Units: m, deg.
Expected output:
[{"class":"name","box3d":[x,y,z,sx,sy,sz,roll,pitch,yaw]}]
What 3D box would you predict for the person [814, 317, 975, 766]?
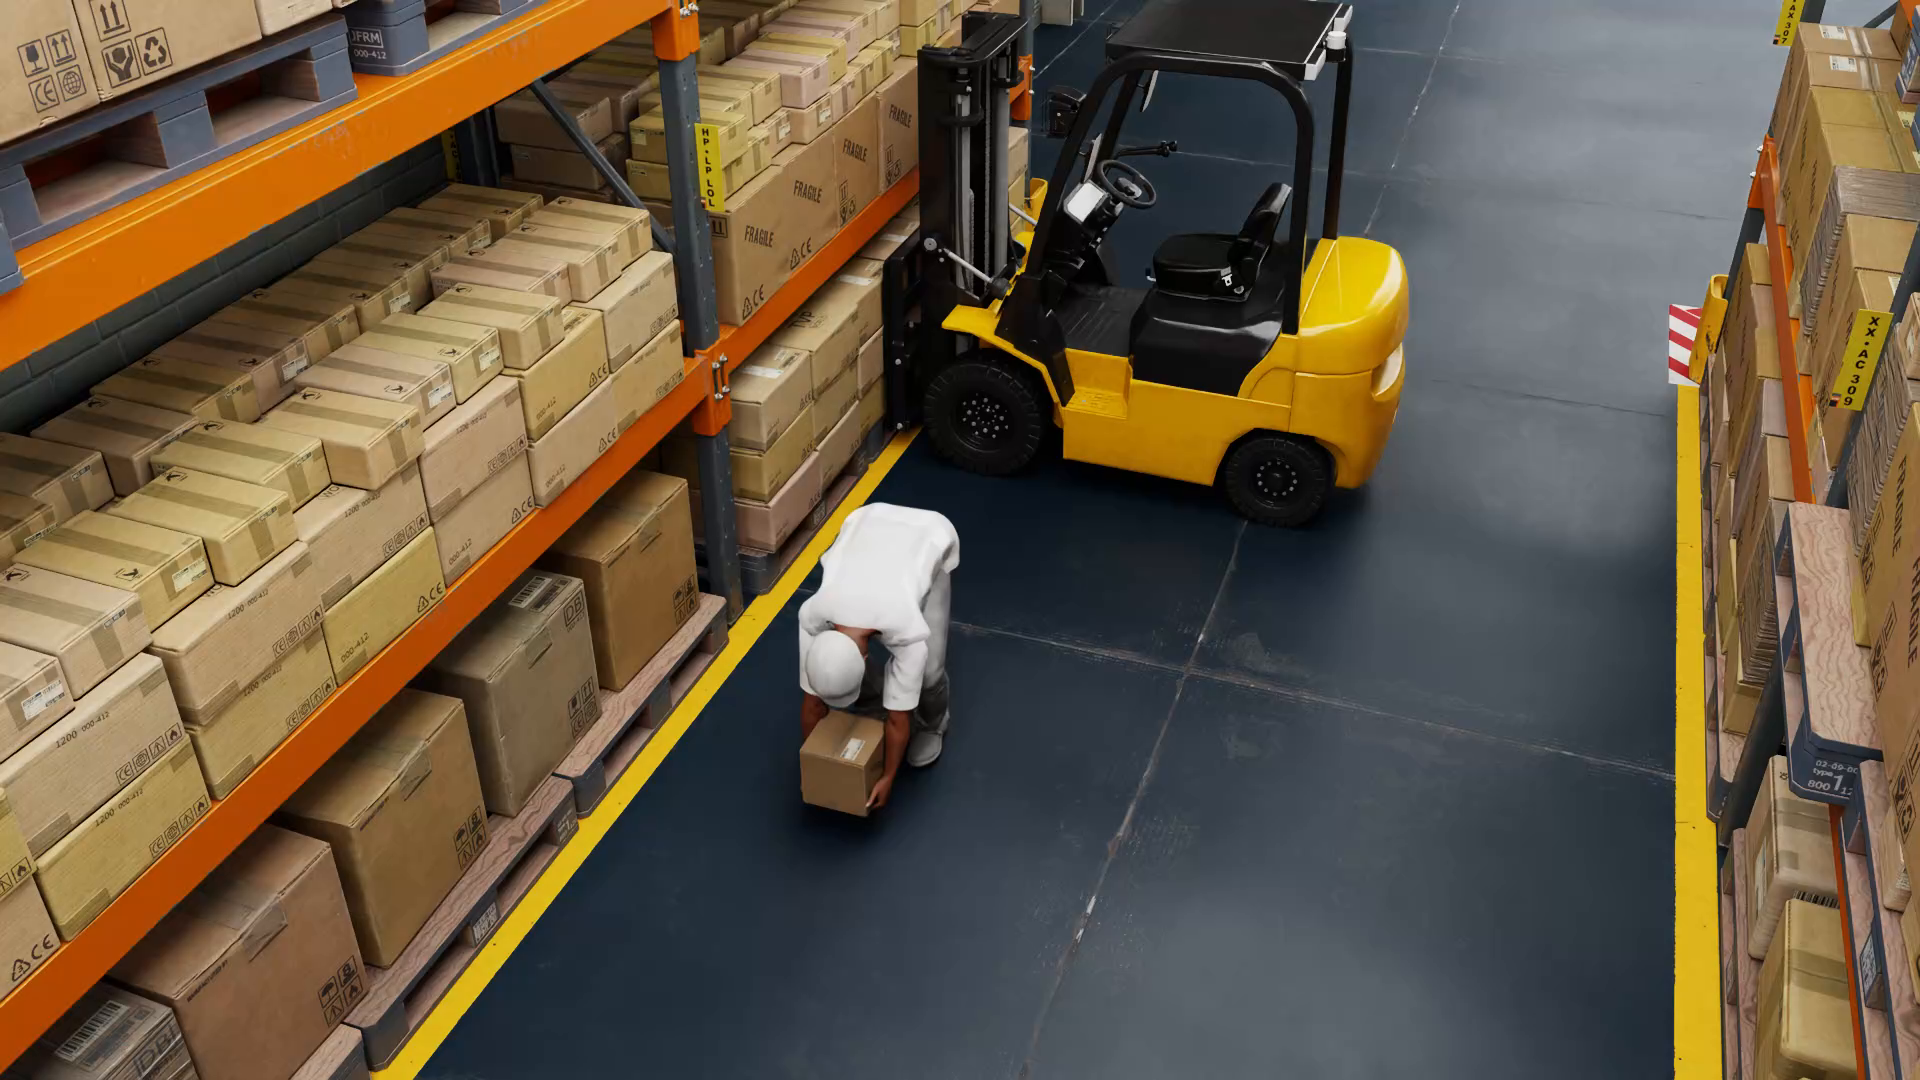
[{"class":"person","box3d":[-0.254,0.073,6.011,0.503,1.760,0.586,13,35,19]}]
